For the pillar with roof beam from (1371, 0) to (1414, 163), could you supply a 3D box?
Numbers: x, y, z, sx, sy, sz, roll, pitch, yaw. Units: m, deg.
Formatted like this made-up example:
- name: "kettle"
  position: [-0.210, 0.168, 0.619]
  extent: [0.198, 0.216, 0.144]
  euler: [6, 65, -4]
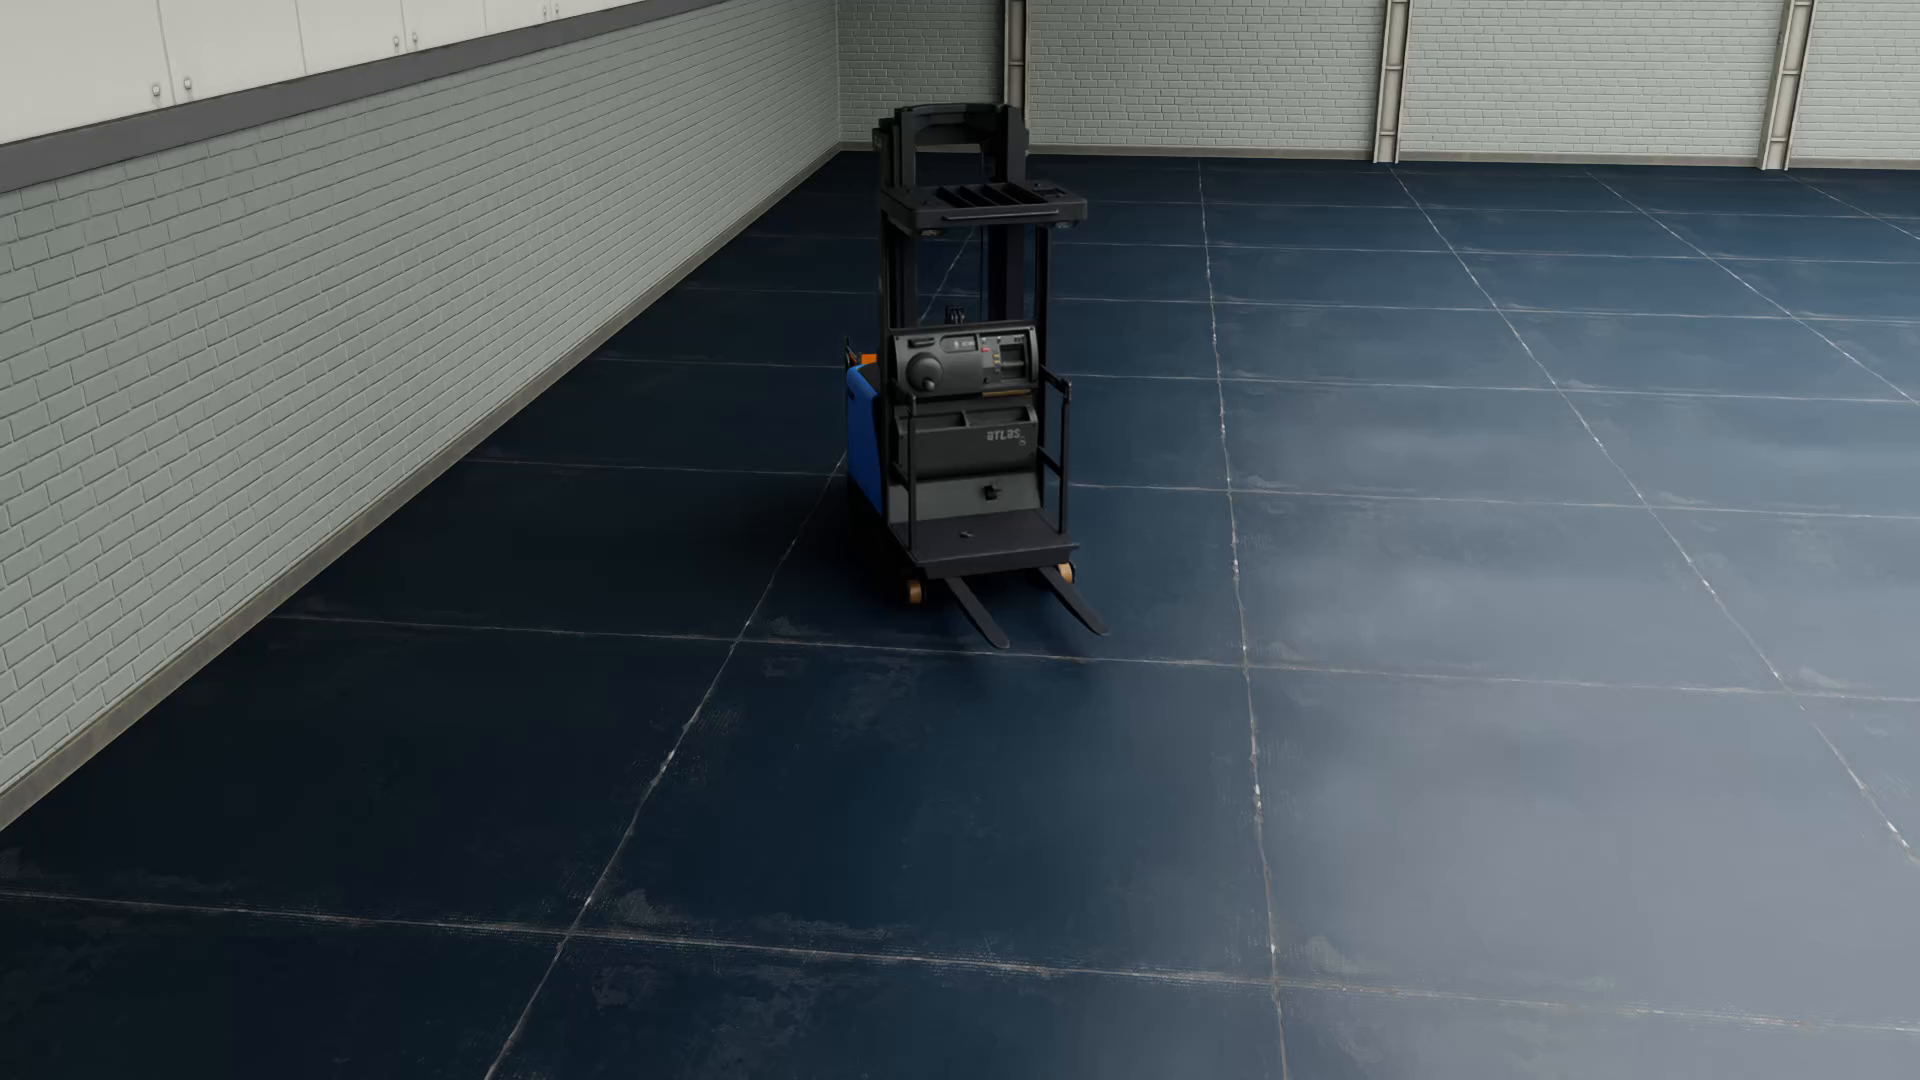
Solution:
- name: "pillar with roof beam"
  position: [6.383, -8.758, 21.354]
  extent: [0.400, 9.000, 9.100]
  euler: [2, 22, 6]

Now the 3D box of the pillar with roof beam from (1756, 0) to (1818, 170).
- name: "pillar with roof beam"
  position: [12.341, -8.499, 20.697]
  extent: [0.400, 9.000, 9.100]
  euler: [2, 22, 6]

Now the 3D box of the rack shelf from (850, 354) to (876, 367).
- name: "rack shelf"
  position: [-0.278, -1.200, 12.148]
  extent: [1.000, 0.278, 0.538]
  euler: [-5, 22, -13]

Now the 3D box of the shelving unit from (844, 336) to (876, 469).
- name: "shelving unit"
  position: [-0.278, -0.928, 12.256]
  extent: [1.048, 1.125, 0.538]
  euler: [-5, 22, -13]

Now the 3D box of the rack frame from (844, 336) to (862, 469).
- name: "rack frame"
  position: [-0.770, -0.881, 12.137]
  extent: [0.032, 1.125, 0.500]
  euler: [-5, 22, -13]

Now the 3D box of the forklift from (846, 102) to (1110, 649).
- name: "forklift"
  position: [0.103, -1.117, 10.279]
  extent: [1.130, 2.935, 3.031]
  euler: [-6, 22, -15]

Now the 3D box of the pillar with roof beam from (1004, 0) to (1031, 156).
- name: "pillar with roof beam"
  position: [0.425, -9.018, 22.010]
  extent: [0.400, 9.000, 9.100]
  euler: [2, 22, 6]
